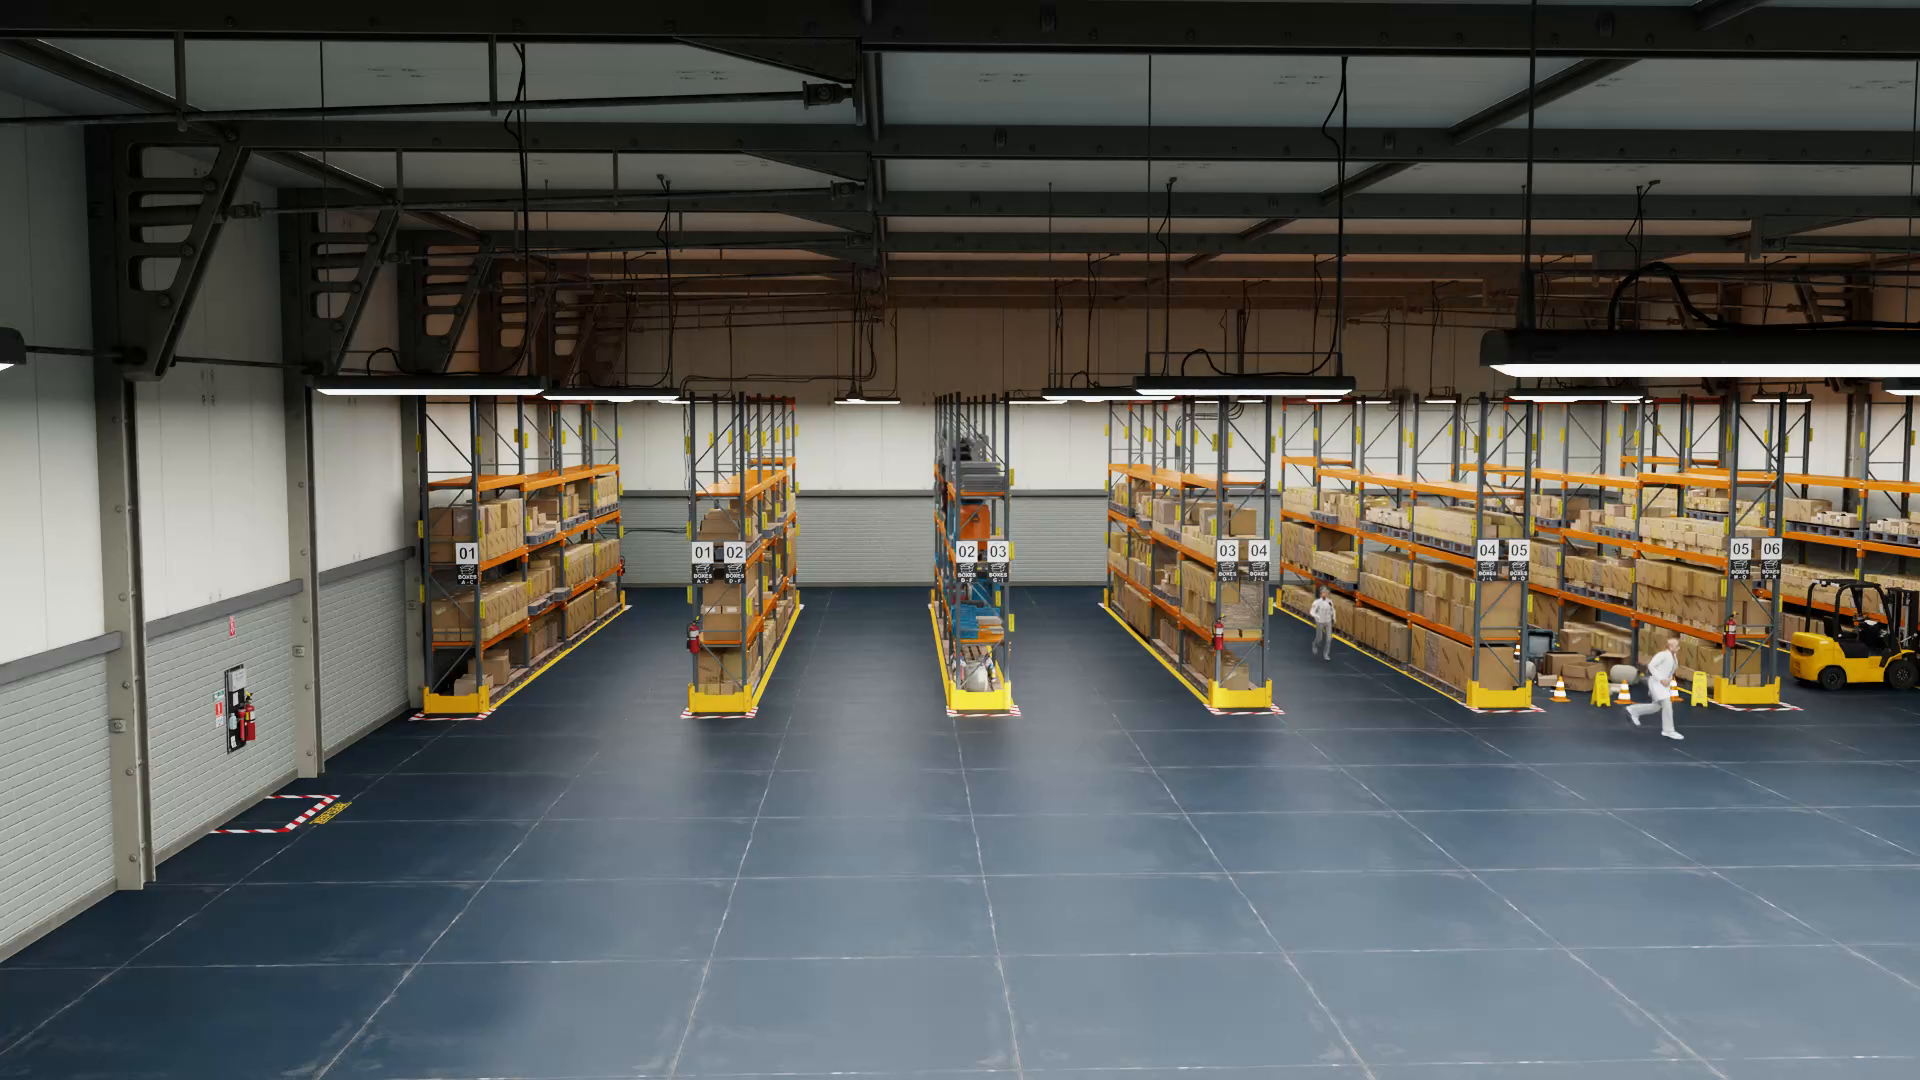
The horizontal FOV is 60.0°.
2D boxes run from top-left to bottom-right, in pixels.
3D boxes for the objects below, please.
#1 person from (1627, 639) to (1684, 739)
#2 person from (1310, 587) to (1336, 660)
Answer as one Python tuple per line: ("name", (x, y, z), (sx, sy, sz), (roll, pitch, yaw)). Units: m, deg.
("person", (12.103, 2.643, 28.972), (0.702, 1.552, 1.024), (-4, 6, -39))
("person", (8.247, 1.876, 37.720), (0.625, 1.648, 0.723), (-1, 5, -8))
